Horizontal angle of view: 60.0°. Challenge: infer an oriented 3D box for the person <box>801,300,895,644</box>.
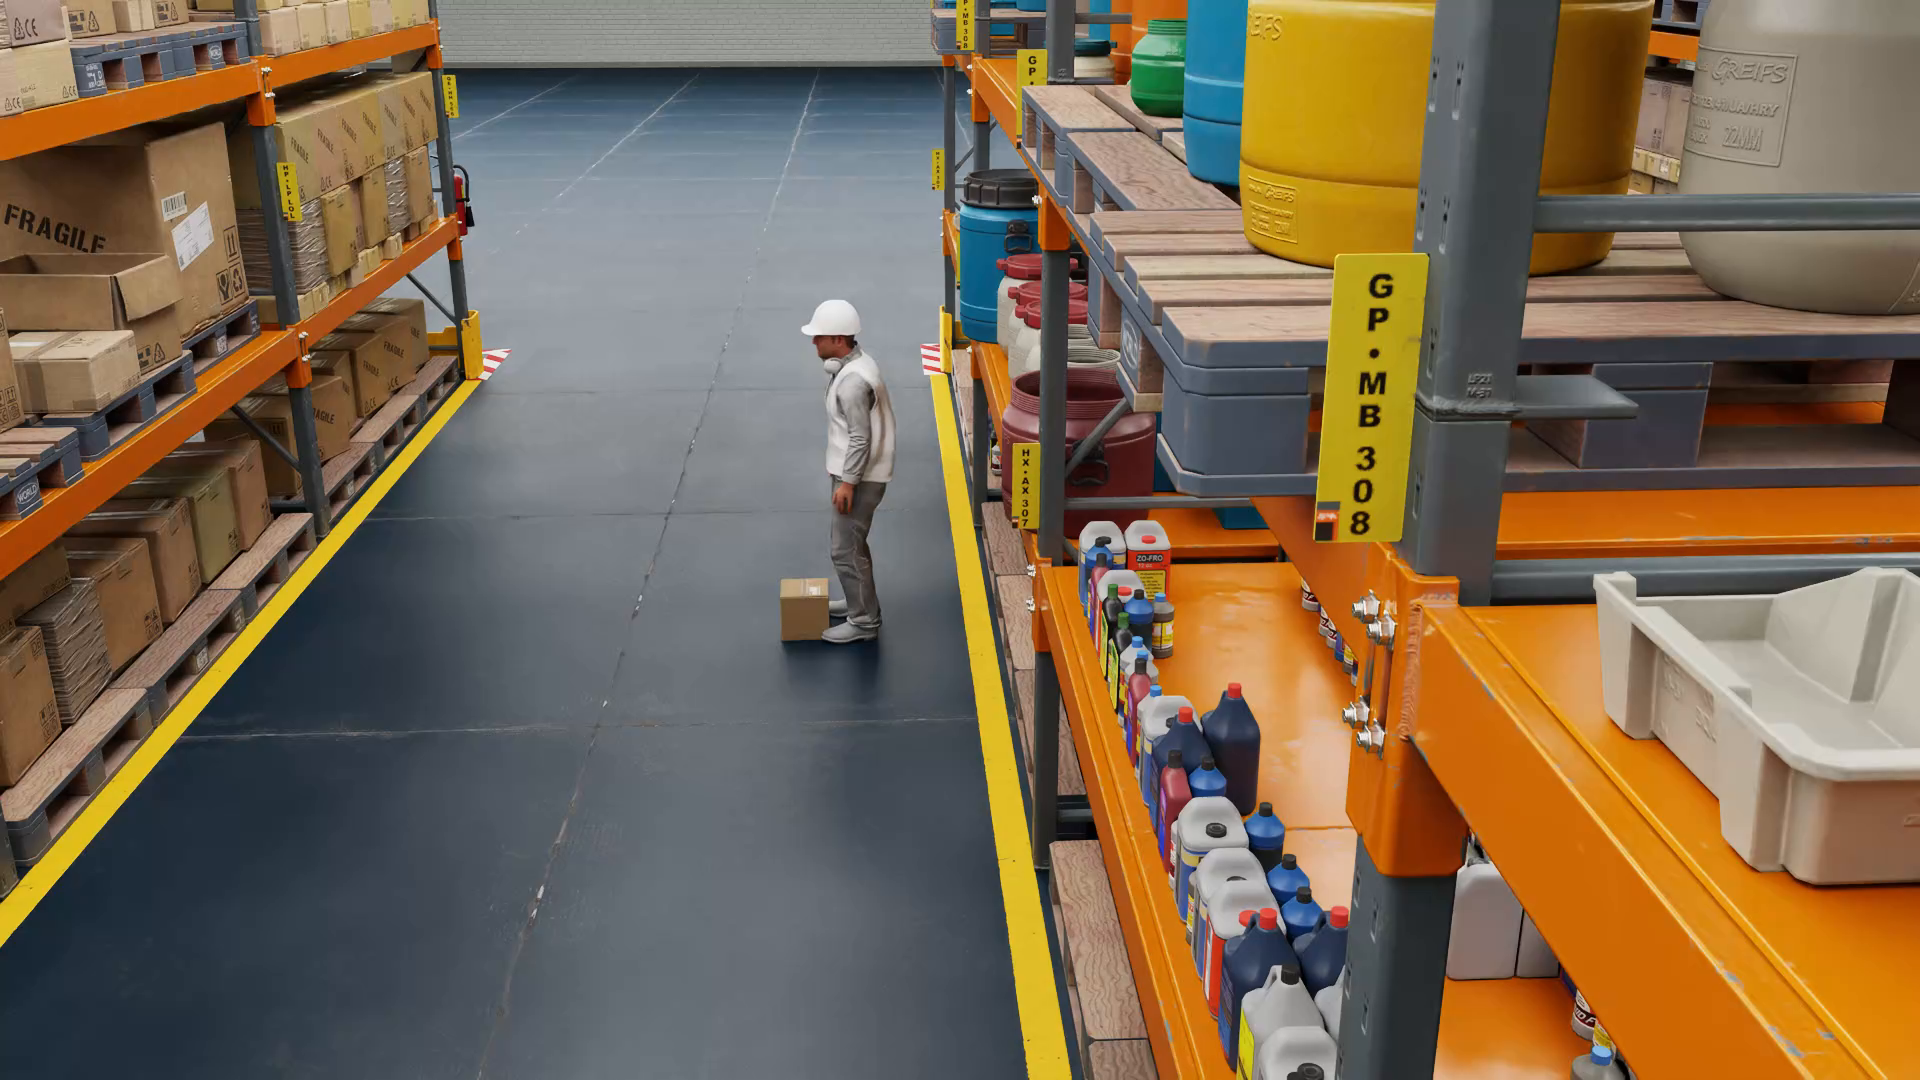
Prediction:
[{"bbox_3d":[-0.557,-0.354,8.496,0.459,1.773,0.590,-2,20,-5],"label":"person"}]
